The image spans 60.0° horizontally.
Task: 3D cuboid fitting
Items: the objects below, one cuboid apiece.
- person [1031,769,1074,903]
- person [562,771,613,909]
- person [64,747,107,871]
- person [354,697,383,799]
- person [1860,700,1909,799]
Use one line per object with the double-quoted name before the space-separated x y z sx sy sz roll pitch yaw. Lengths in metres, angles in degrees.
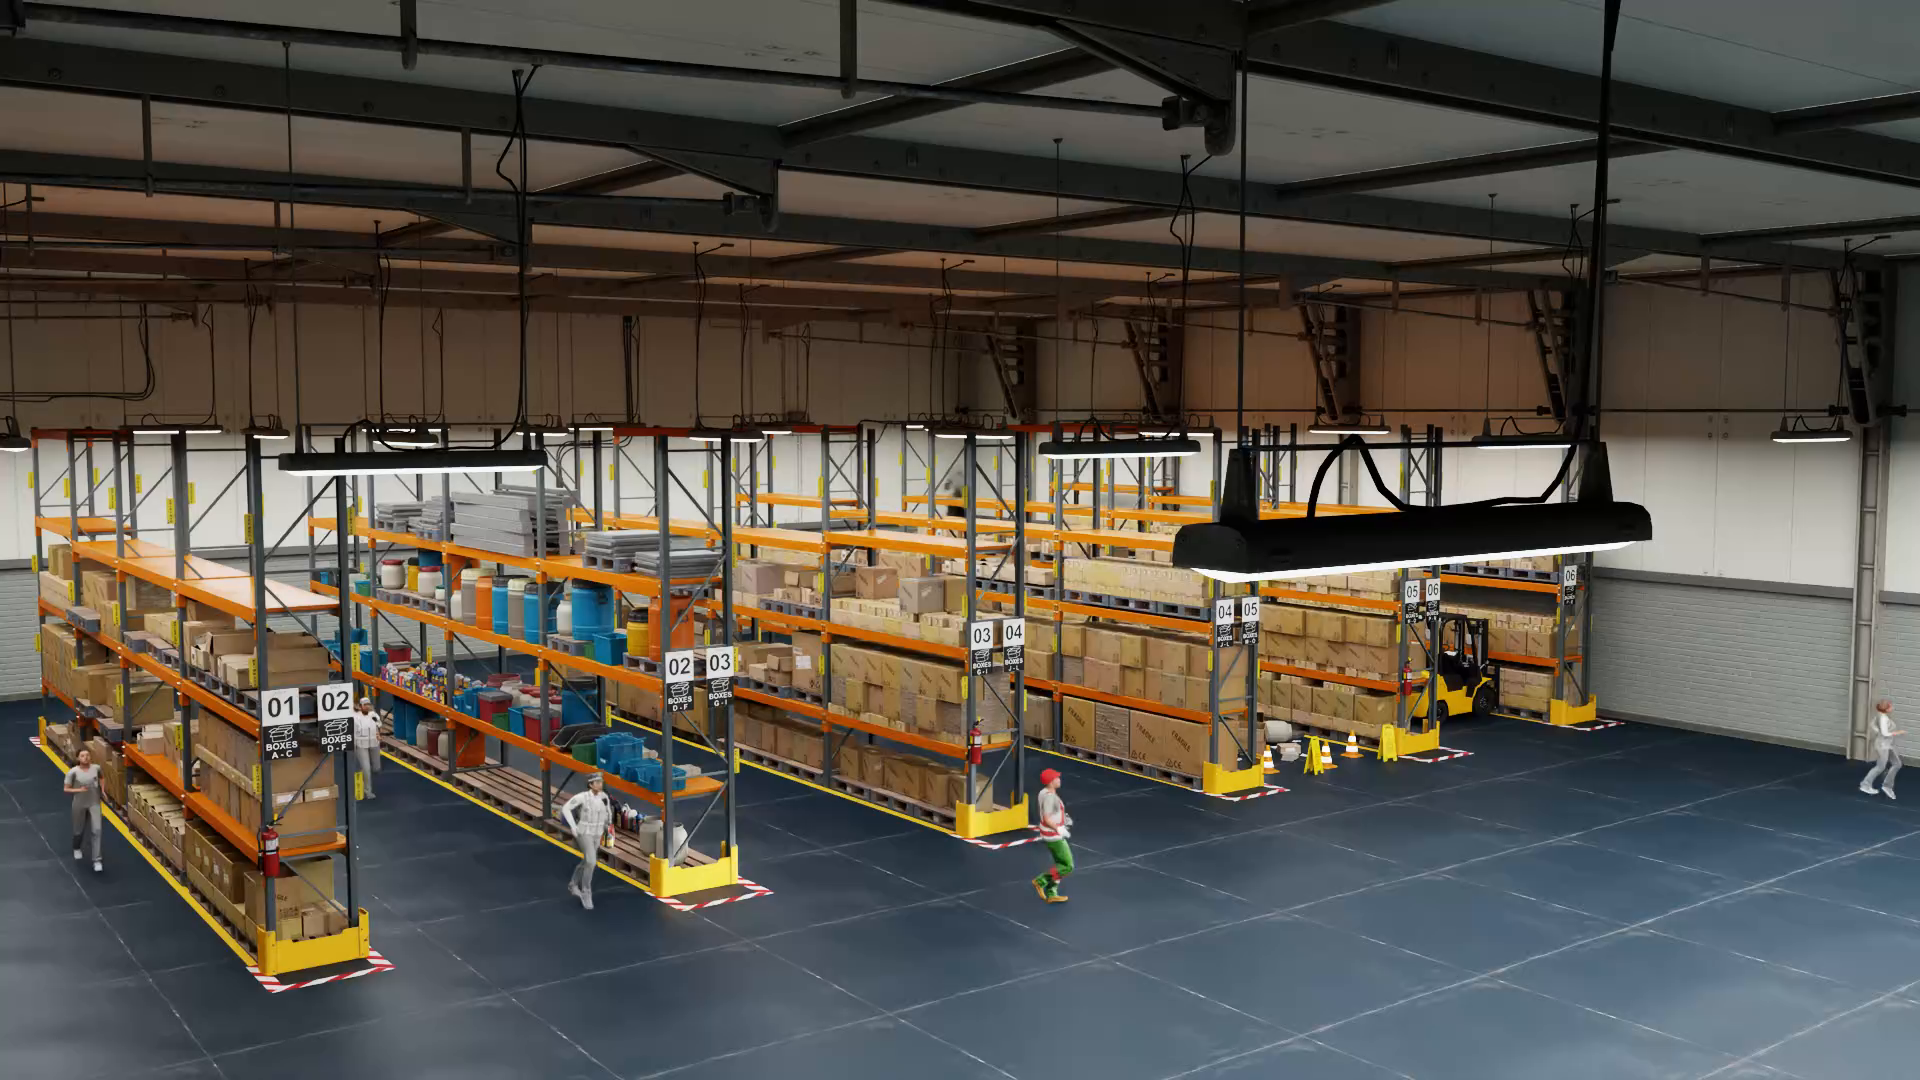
"person" 1.196 3.788 21.294 0.613 1.739 0.652 -1 5 -9
"person" -4.774 3.830 21.455 0.749 1.715 0.619 4 6 40
"person" -12.047 3.672 22.936 0.565 1.652 0.970 -4 6 -39
"person" -9.740 3.383 27.227 0.615 1.624 0.727 -4 6 -40
"person" 15.059 3.410 27.073 0.660 1.633 0.514 3 5 35
